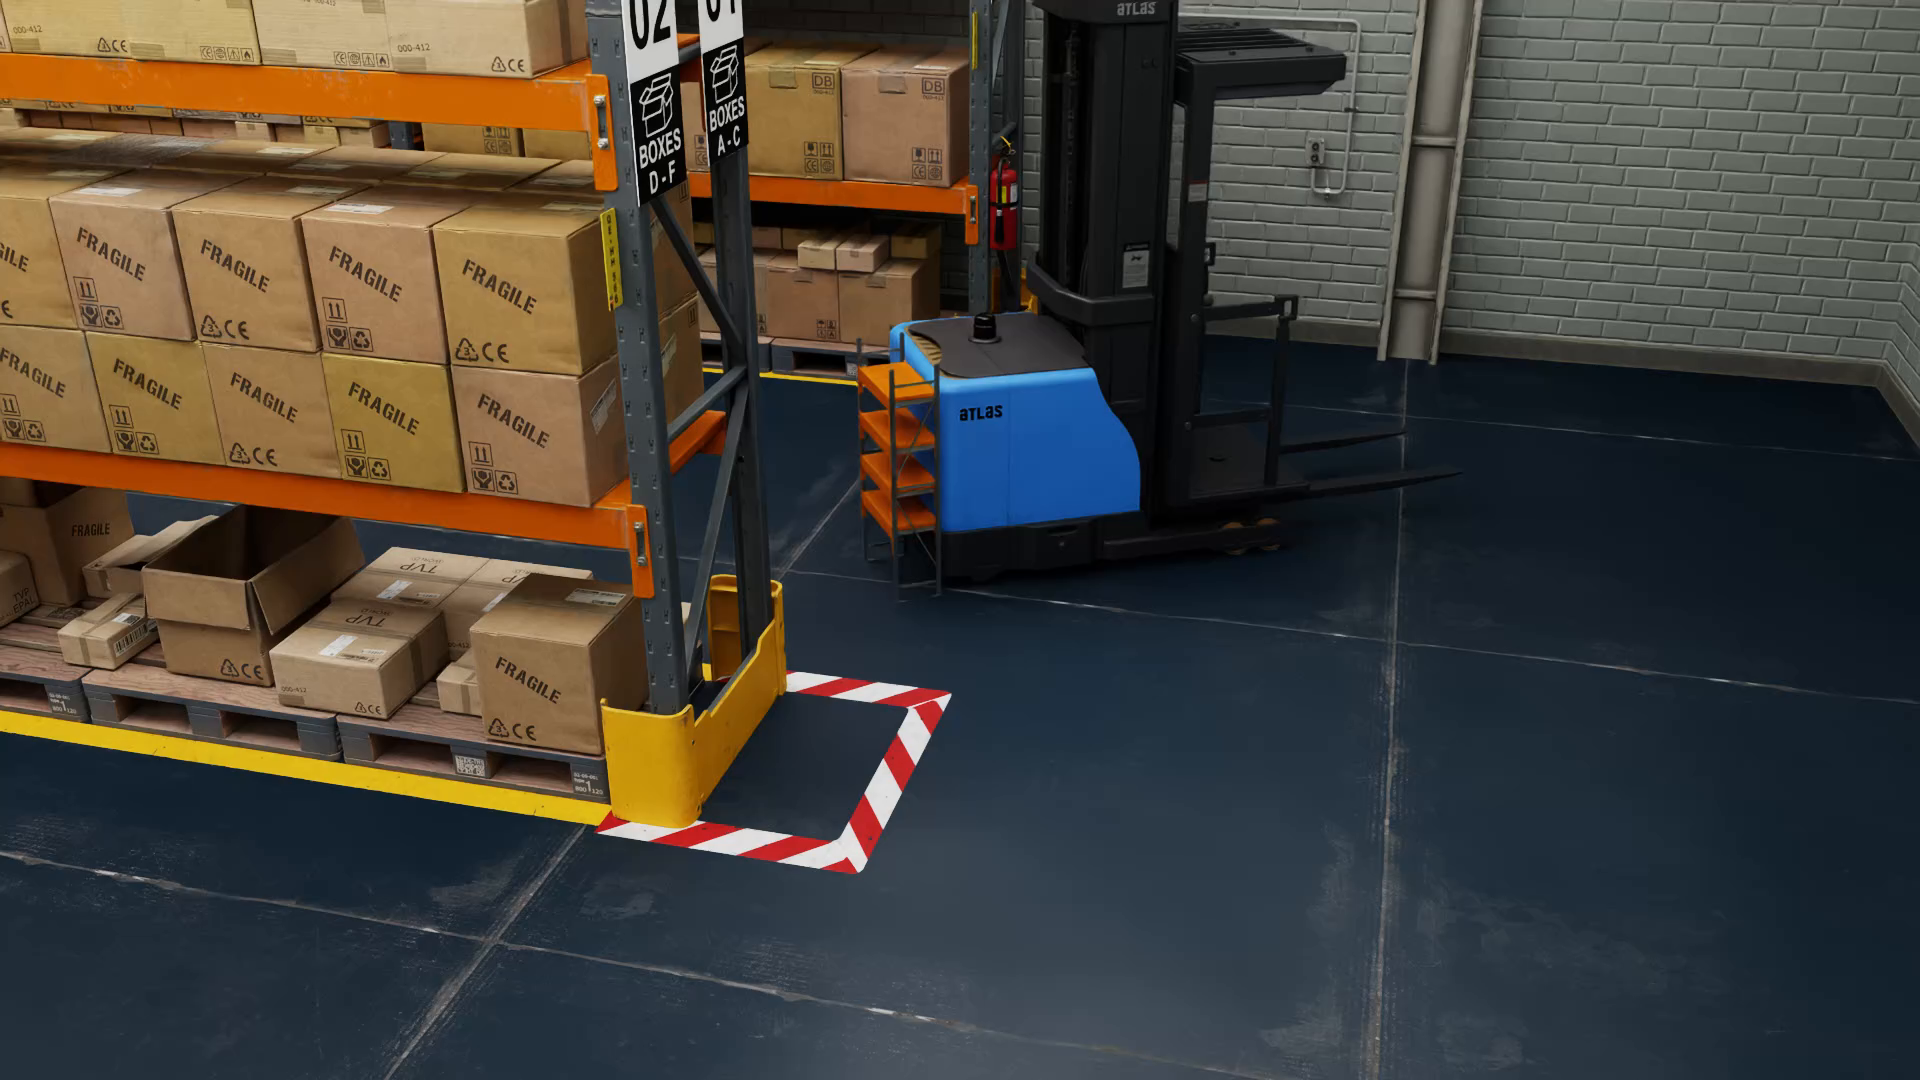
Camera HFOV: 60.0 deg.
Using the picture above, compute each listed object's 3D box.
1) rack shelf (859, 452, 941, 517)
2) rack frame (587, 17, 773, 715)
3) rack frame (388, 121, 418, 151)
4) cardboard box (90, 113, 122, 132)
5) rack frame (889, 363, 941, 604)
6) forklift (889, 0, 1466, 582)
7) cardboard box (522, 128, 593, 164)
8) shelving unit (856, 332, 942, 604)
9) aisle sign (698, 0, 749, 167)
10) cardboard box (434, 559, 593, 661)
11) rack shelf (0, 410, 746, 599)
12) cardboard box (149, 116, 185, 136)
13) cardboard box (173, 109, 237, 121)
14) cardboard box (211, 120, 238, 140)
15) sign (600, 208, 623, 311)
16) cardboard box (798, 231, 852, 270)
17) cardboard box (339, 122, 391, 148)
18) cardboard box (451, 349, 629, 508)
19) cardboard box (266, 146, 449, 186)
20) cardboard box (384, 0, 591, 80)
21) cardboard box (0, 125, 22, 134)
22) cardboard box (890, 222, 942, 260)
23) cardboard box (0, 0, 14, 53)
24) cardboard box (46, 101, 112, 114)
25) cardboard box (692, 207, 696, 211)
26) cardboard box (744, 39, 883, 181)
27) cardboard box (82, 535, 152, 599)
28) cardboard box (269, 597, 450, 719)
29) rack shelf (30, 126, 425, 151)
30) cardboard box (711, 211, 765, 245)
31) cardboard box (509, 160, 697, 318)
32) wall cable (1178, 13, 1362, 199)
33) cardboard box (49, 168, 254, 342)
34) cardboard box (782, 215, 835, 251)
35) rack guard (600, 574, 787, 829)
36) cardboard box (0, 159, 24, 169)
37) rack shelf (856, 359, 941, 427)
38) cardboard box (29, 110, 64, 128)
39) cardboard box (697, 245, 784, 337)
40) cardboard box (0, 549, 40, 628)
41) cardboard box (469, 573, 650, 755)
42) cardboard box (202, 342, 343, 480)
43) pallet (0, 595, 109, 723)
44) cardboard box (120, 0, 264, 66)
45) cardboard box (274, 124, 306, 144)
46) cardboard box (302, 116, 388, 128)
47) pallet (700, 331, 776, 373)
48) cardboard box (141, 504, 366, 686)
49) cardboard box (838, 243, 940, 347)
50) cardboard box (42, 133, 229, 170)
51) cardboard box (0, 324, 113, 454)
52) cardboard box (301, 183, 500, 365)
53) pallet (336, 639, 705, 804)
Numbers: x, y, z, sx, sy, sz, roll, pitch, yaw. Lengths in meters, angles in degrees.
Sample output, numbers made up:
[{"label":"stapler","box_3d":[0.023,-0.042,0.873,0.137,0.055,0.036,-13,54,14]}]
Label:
[{"label":"rack shelf","box_3d":[-0.295,-0.288,8.116,0.258,0.148,0.480,-9,27,-19]},{"label":"rack frame","box_3d":[-0.991,-0.489,6.287,0.127,3.000,1.000,6,26,13]},{"label":"rack frame","box_3d":[-3.635,-2.979,11.519,0.127,3.000,1.000,6,26,13]},{"label":"cardboard box","box_3d":[-5.994,-3.045,11.926,0.250,0.149,0.380,7,26,14]},{"label":"rack frame","box_3d":[-0.208,-0.251,7.881,0.240,1.200,0.015,-9,27,-19]},{"label":"forklift","box_3d":[1.197,-1.456,8.399,3.031,2.935,1.130,-7,26,-14]},{"label":"cardboard box","box_3d":[-2.408,-2.970,11.149,0.700,0.700,0.980,6,26,12]},{"label":"shelving unit","box_3d":[-0.295,-0.349,8.087,0.258,1.200,0.503,-9,27,-19]},{"label":"aisle sign","box_3d":[-0.852,-1.777,5.969,0.004,0.787,0.394,6,26,13]},{"label":"cardboard box","box_3d":[-1.931,0.325,7.266,0.500,0.250,0.500,6,26,13]},{"label":"rack shelf","box_3d":[-2.928,-0.378,6.891,4.000,0.370,1.077,6,26,13]},{"label":"cardboard box","box_3d":[-5.506,-2.981,11.791,0.250,0.149,0.380,7,26,15]},{"label":"cardboard box","box_3d":[-5.125,-3.220,11.539,0.500,0.500,0.500,6,26,13]},{"label":"cardboard box","box_3d":[-5.013,-2.915,11.652,0.250,0.149,0.380,6,26,13]},{"label":"sign","box_3d":[-1.148,-0.925,5.489,0.005,0.325,0.100,6,26,13]},{"label":"cardboard box","box_3d":[-0.881,-1.903,10.923,0.250,0.149,0.380,7,26,14]},{"label":"cardboard box","box_3d":[-4.033,-2.793,11.397,0.250,0.149,0.380,7,26,13]},{"label":"cardboard box","box_3d":[-1.492,-0.468,6.128,0.500,0.500,0.500,7,26,15]},{"label":"cardboard box","box_3d":[-2.346,-1.251,6.608,0.500,0.500,0.500,7,26,14]},{"label":"cardboard box","box_3d":[-1.554,-1.720,5.559,0.500,0.250,0.500,6,26,13]},{"label":"cardboard box","box_3d":[-4.311,-1.467,7.062,0.500,0.500,0.500,6,26,13]},{"label":"cardboard box","box_3d":[-0.293,-2.008,11.143,0.250,0.149,0.380,6,26,13]},{"label":"cardboard box","box_3d":[-3.488,-1.939,6.018,0.500,0.250,0.500,6,26,13]},{"label":"cardboard box","box_3d":[-6.117,-3.324,11.757,0.500,0.500,0.500,6,26,13]},{"label":"cardboard box","box_3d":[-2.016,-2.198,11.542,0.250,0.149,0.380,7,26,14]},{"label":"cardboard box","box_3d":[-0.964,-2.810,10.814,0.700,0.700,0.980,6,26,13]},{"label":"cardboard box","box_3d":[-3.864,0.130,7.792,0.250,0.149,0.380,6,26,13]},{"label":"cardboard box","box_3d":[-2.491,0.484,6.930,0.500,0.250,0.500,6,26,13]},{"label":"rack shelf","box_3d":[-5.572,-2.869,12.123,4.000,0.370,1.077,6,26,13]},{"label":"cardboard box","box_3d":[-1.521,-2.143,11.427,0.250,0.149,0.380,7,26,14]},{"label":"cardboard box","box_3d":[-1.355,-1.142,6.380,0.500,0.500,0.500,7,26,15]},{"label":"wall cable","box_3d":[1.715,-3.267,10.940,1.851,1.984,0.084,6,26,13]},{"label":"cardboard box","box_3d":[-2.981,-1.081,6.251,0.500,0.500,0.500,7,26,15]},{"label":"cardboard box","box_3d":[-1.026,-2.089,11.313,0.250,0.149,0.380,7,26,13]},{"label":"rack guard","box_3d":[-1.064,0.632,6.841,0.348,0.500,1.175,6,26,13]},{"label":"cardboard box","box_3d":[-3.979,-1.191,6.482,0.500,0.500,0.500,5,26,11]},{"label":"rack shelf","box_3d":[-0.296,-0.704,7.917,0.258,0.148,0.480,-9,27,-19]},{"label":"cardboard box","box_3d":[-6.495,-3.102,12.044,0.250,0.149,0.380,6,26,12]},{"label":"cardboard box","box_3d":[-1.435,-1.753,11.361,0.500,0.500,0.700,5,26,11]},{"label":"cardboard box","box_3d":[-4.512,0.234,7.386,0.500,0.311,0.500,6,26,13]},{"label":"cardboard box","box_3d":[-1.579,0.486,6.636,0.500,0.500,0.500,6,26,13]},{"label":"cardboard box","box_3d":[-2.477,-0.578,6.358,0.500,0.500,0.500,7,26,13]},{"label":"pallet","box_3d":[-4.200,0.416,7.630,1.213,0.211,1.003,6,26,13]},{"label":"cardboard box","box_3d":[-2.523,-1.827,5.782,0.500,0.250,0.500,6,26,13]},{"label":"cardboard box","box_3d":[-4.522,-2.857,11.531,0.250,0.149,0.380,7,26,15]},{"label":"cardboard box","box_3d":[-4.144,-3.112,11.312,0.500,0.500,0.500,6,26,12]},{"label":"pallet","box_3d":[-1.732,-1.477,11.606,1.213,0.211,1.003,6,26,13]},{"label":"cardboard box","box_3d":[-3.044,0.211,7.210,0.637,0.503,0.797,6,26,13]},{"label":"cardboard box","box_3d":[-0.464,-1.645,11.136,0.500,0.500,0.700,6,26,13]},{"label":"cardboard box","box_3d":[-3.326,-1.359,6.836,0.500,0.500,0.500,7,26,13]},{"label":"cardboard box","box_3d":[-3.458,-0.686,6.585,0.500,0.500,0.500,6,26,13]},{"label":"cardboard box","box_3d":[-1.980,-0.972,6.023,0.500,0.500,0.500,7,26,14]},{"label":"pallet","box_3d":[-1.837,0.678,7.082,1.213,0.211,1.003,6,26,13]}]
